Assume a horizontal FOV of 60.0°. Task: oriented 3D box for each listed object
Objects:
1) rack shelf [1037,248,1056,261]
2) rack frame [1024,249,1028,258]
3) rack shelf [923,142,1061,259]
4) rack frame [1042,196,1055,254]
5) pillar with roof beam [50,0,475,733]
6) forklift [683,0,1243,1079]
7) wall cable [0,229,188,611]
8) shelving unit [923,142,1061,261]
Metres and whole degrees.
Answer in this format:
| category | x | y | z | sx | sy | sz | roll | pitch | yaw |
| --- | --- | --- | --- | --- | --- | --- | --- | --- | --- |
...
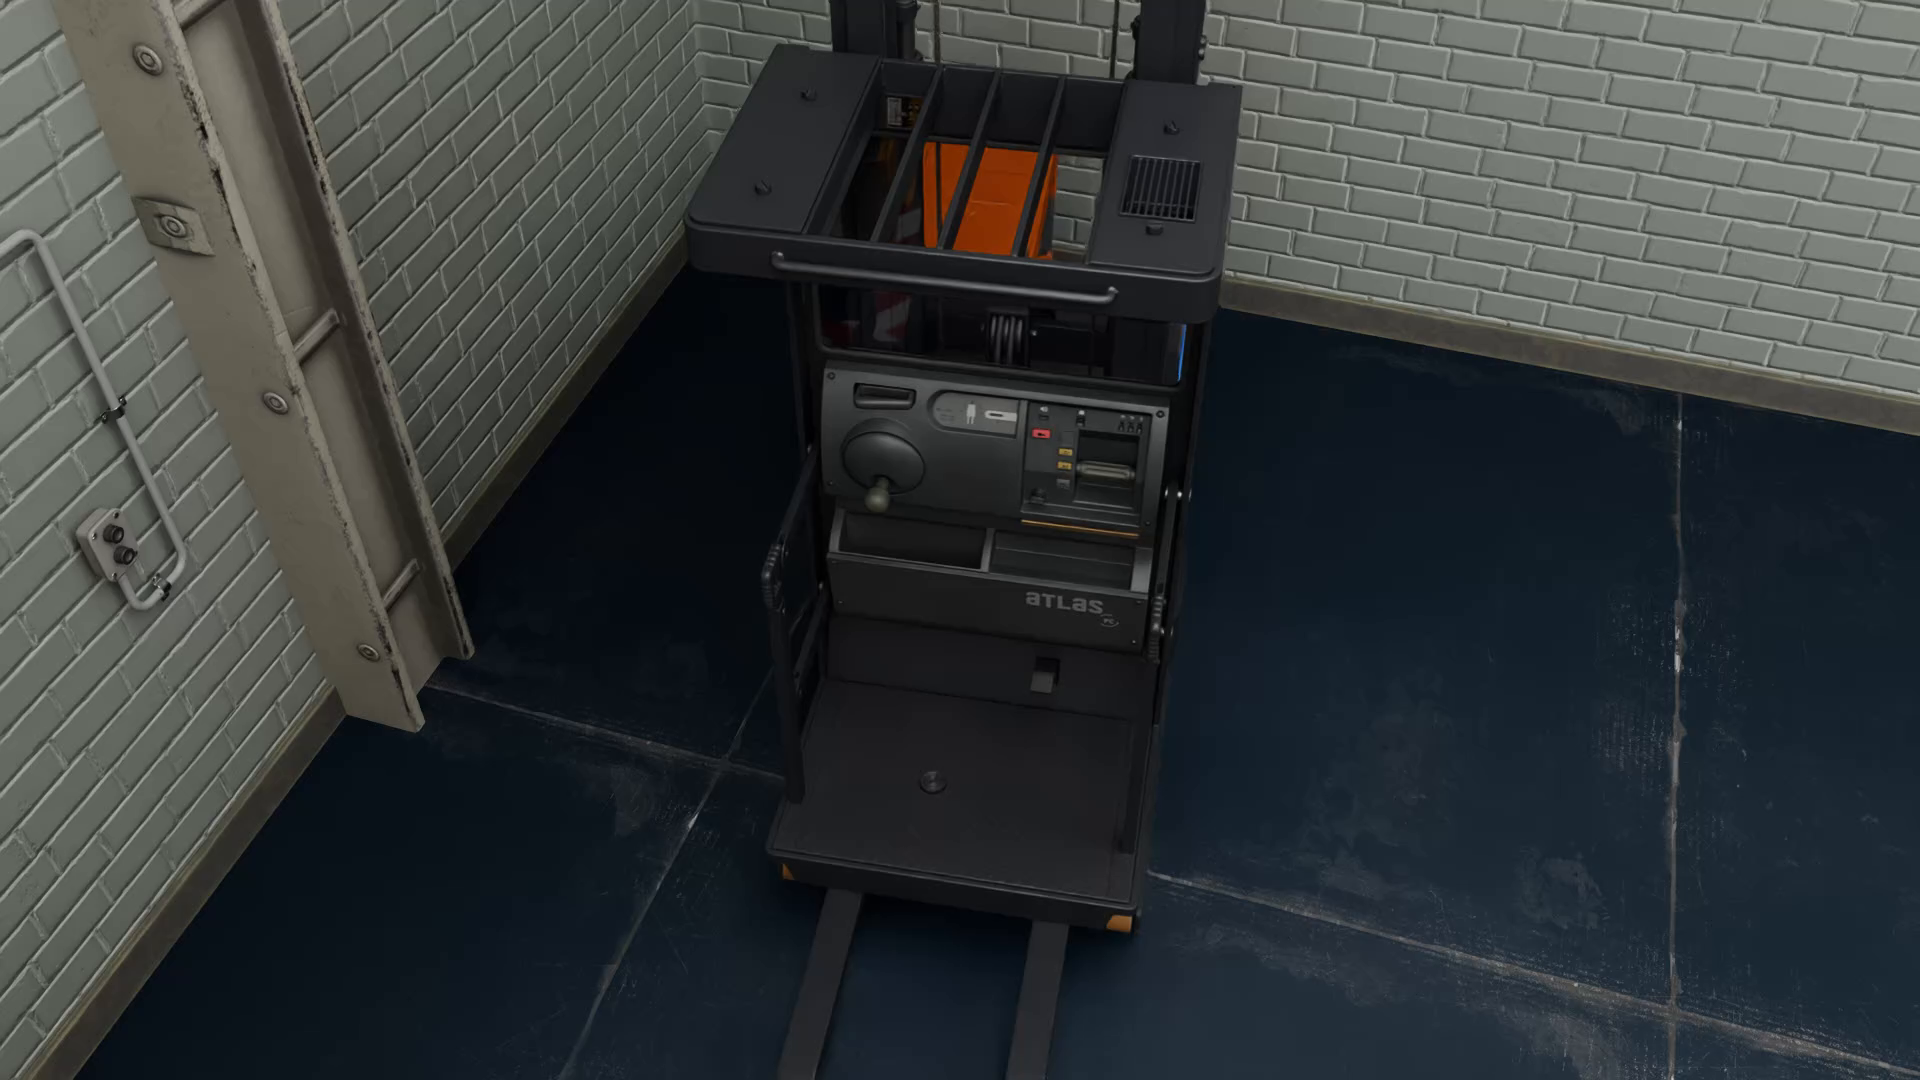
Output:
| category | x | y | z | sx | sy | sz | roll | pitch | yaw |
| --- | --- | --- | --- | --- | --- | --- | --- | --- | --- |
| rack shelf | 0.058 | -0.780 | 6.592 | 0.538 | 0.278 | 1.000 | 6 | 45 | 6 |
| rack frame | -0.017 | -0.603 | 6.062 | 0.500 | 1.125 | 0.032 | 6 | 45 | 6 |
| rack shelf | 0.058 | -1.164 | 6.217 | 0.538 | 0.278 | 1.000 | 6 | 45 | 6 |
| rack frame | 0.133 | -1.306 | 6.781 | 0.500 | 1.125 | 0.032 | 6 | 45 | 6 |
| pillar with roof beam | 2.193 | -1.821 | 1.677 | 9.100 | 9.000 | 0.400 | 13 | 46 | 13 |
| forklift | 0.049 | -0.146 | 4.303 | 1.130 | 2.935 | 3.031 | 7 | 45 | 7 |
| wall cable | -2.417 | -0.022 | 3.402 | 0.084 | 1.984 | 1.851 | 13 | 46 | 13 |
| shelving unit | 0.058 | -0.955 | 6.421 | 0.538 | 1.125 | 1.048 | 6 | 45 | 6 |
